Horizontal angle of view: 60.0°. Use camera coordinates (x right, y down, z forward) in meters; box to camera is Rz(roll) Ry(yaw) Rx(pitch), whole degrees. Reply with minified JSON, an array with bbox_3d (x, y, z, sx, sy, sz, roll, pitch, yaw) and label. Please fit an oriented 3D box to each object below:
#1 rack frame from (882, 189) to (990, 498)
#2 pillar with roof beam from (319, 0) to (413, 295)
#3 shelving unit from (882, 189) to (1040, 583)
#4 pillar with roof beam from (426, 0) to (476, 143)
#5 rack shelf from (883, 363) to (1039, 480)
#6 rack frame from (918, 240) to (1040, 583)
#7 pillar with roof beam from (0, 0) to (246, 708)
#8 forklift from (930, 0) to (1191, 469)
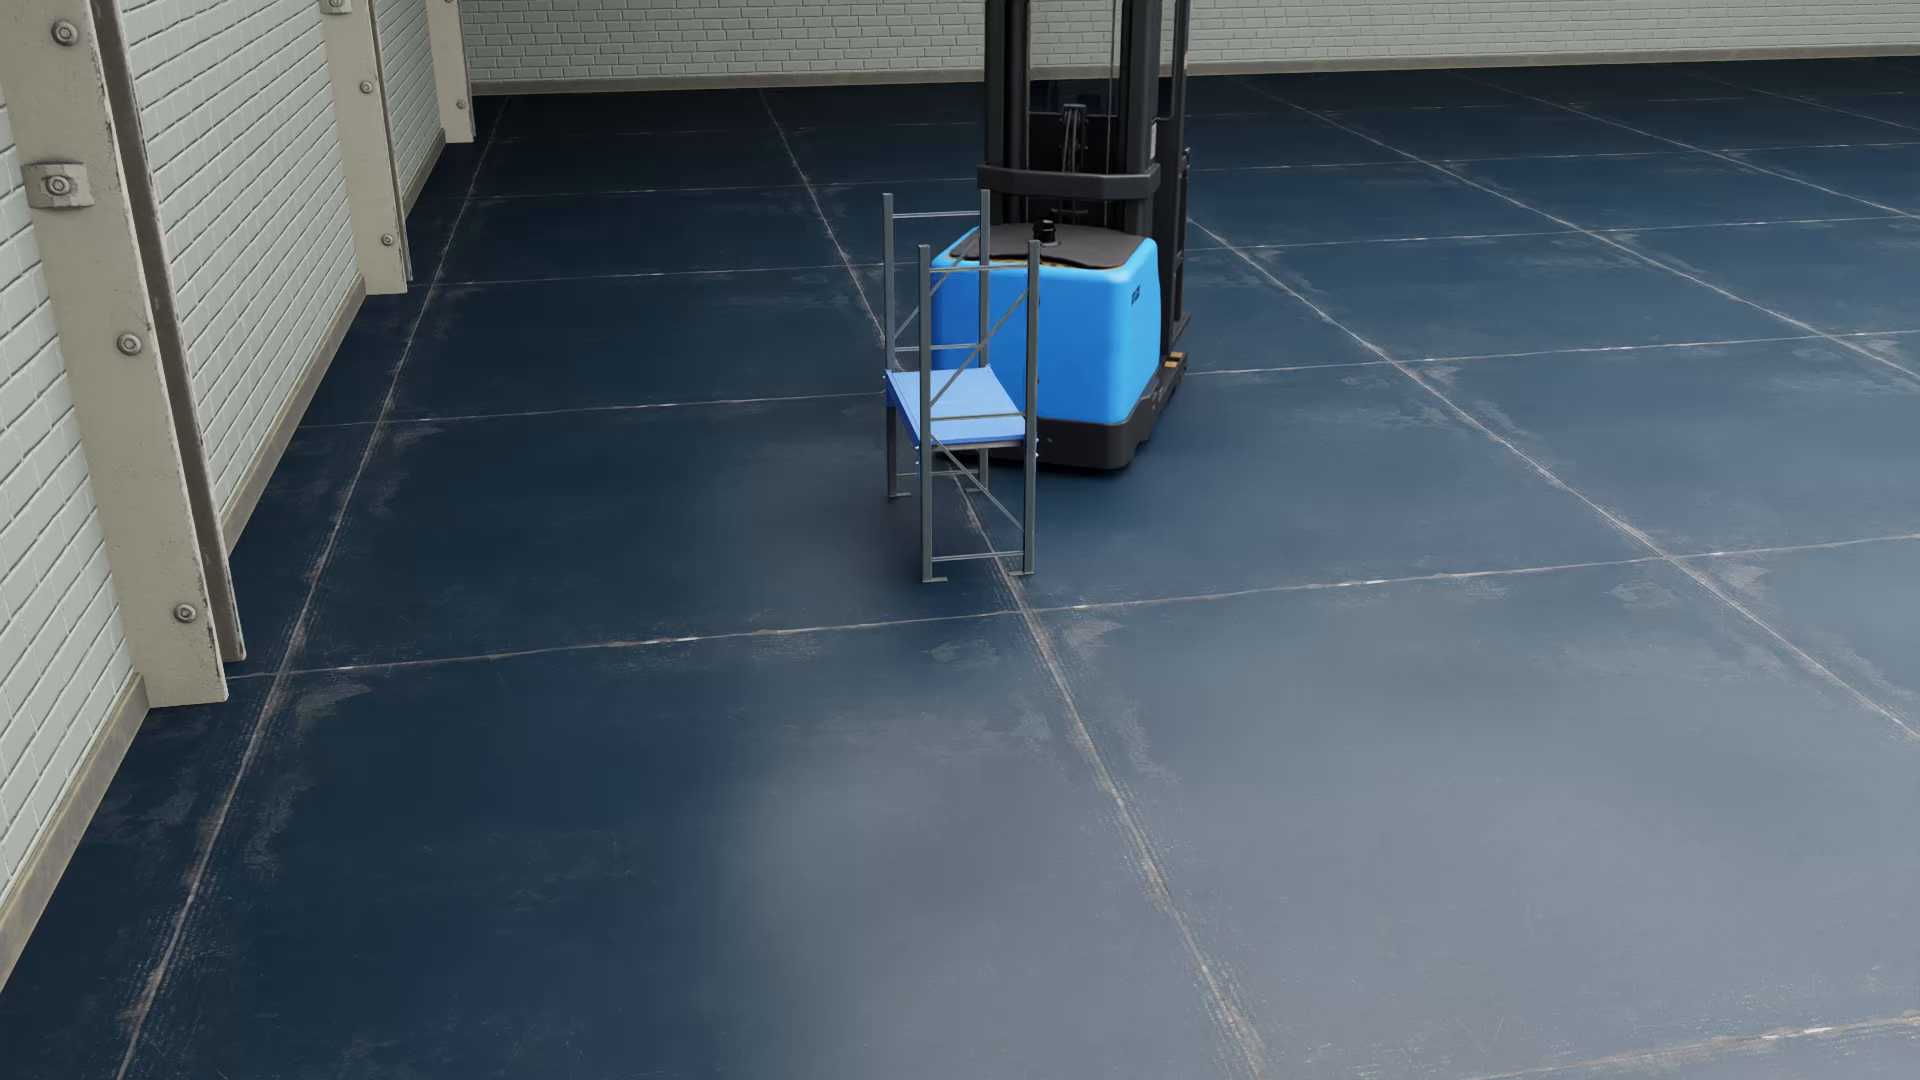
[{"bbox_3d":[-0.110,-0.921,7.984,0.500,1.500,0.032,-4,24,-10],"label":"rack frame"},{"bbox_3d":[0.132,-6.254,10.826,9.100,9.000,0.400,-4,24,-10],"label":"pillar with roof beam"},{"bbox_3d":[-0.016,-0.721,7.527,0.538,1.500,1.048,-4,24,-10],"label":"shelving unit"},{"bbox_3d":[-0.977,-8.614,16.230,9.100,9.000,0.400,-4,24,-10],"label":"pillar with roof beam"},{"bbox_3d":[-0.016,-0.556,7.599,0.538,0.185,1.000,-4,24,-10],"label":"rack shelf"},{"bbox_3d":[0.078,-0.521,7.069,0.500,1.500,0.032,-4,24,-10],"label":"rack frame"},{"bbox_3d":[1.242,-3.894,5.423,9.100,9.000,0.400,-4,24,-10],"label":"pillar with roof beam"},{"bbox_3d":[0.736,-2.263,9.270,1.130,2.935,3.031,7,24,15],"label":"forklift"}]
